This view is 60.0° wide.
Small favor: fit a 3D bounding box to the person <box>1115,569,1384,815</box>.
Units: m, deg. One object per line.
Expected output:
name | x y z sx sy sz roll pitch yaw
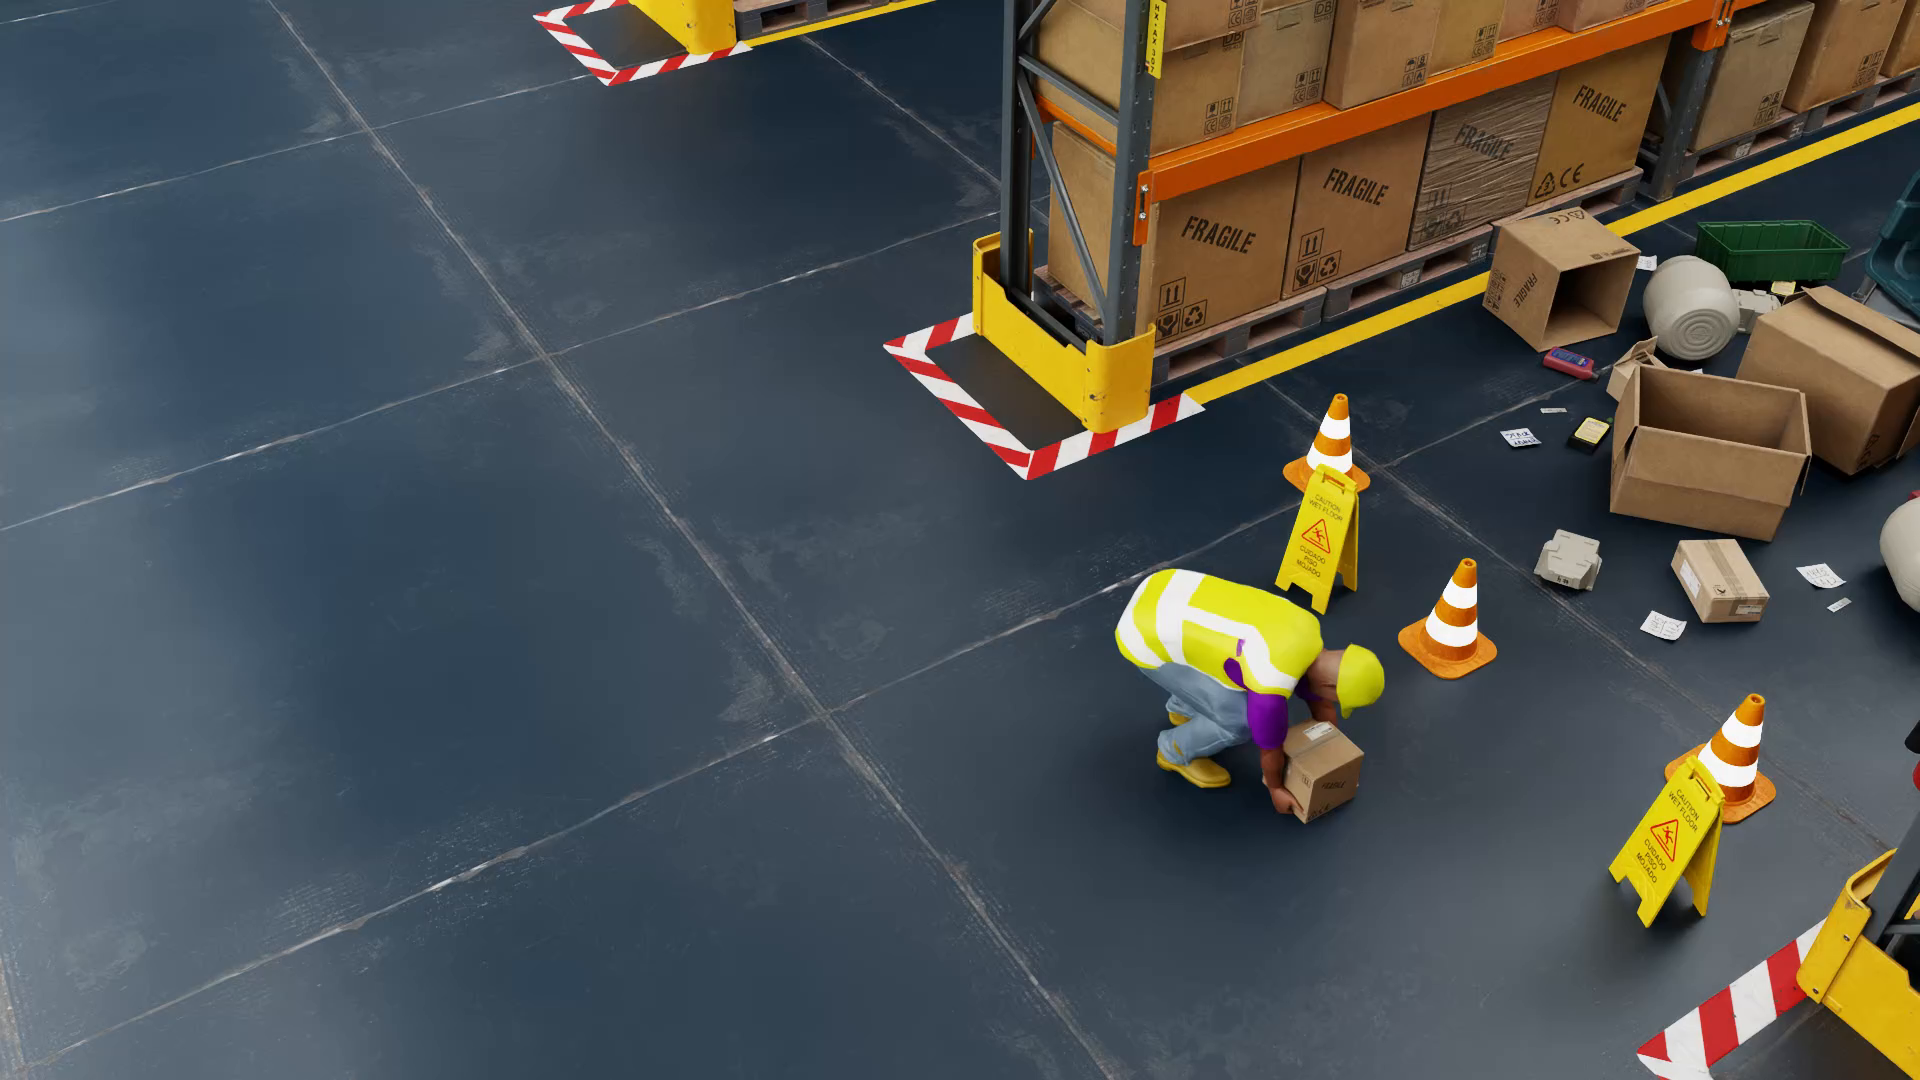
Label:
person | 1.065 0.555 6.224 0.981 0.850 0.511 17 44 19
